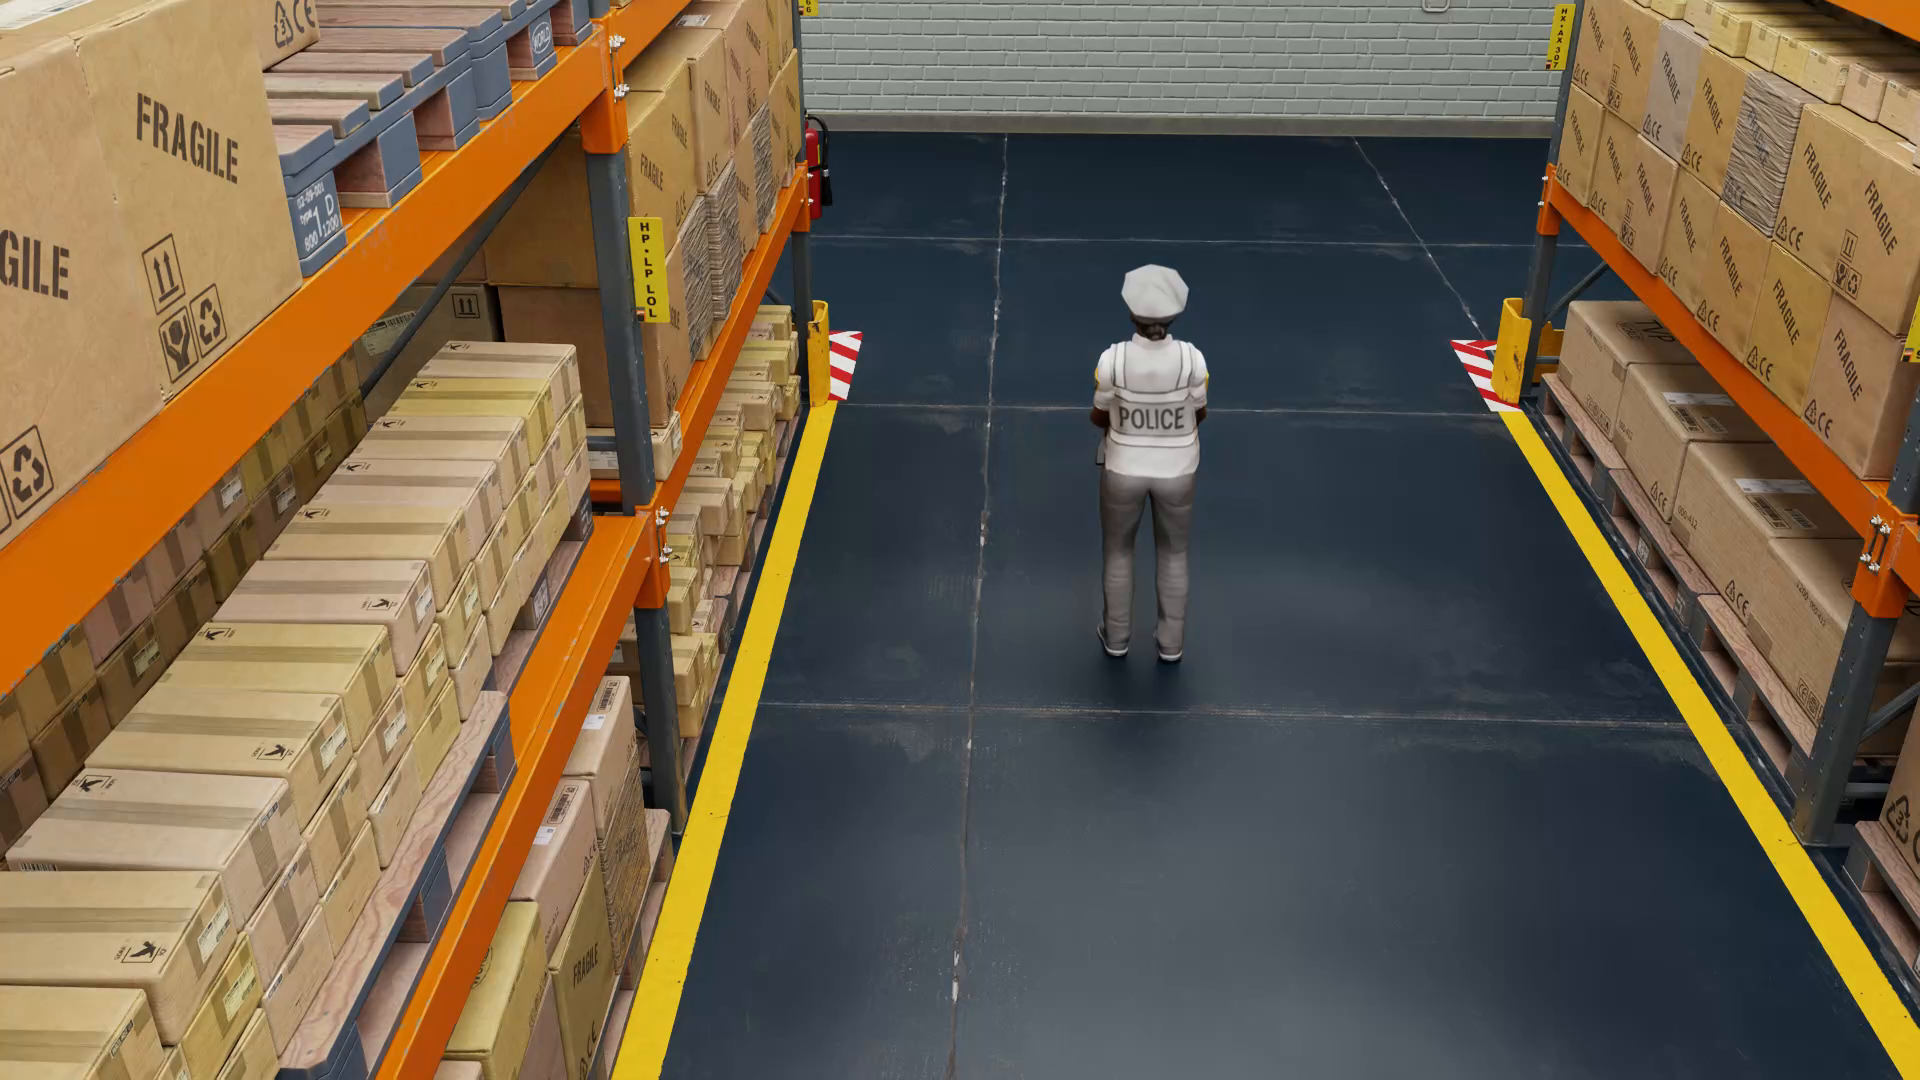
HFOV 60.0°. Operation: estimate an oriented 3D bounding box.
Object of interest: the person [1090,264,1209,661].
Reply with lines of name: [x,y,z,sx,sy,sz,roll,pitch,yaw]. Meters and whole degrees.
person: [0.742,-0.312,6.668,0.455,1.697,0.530,1,28,2]
